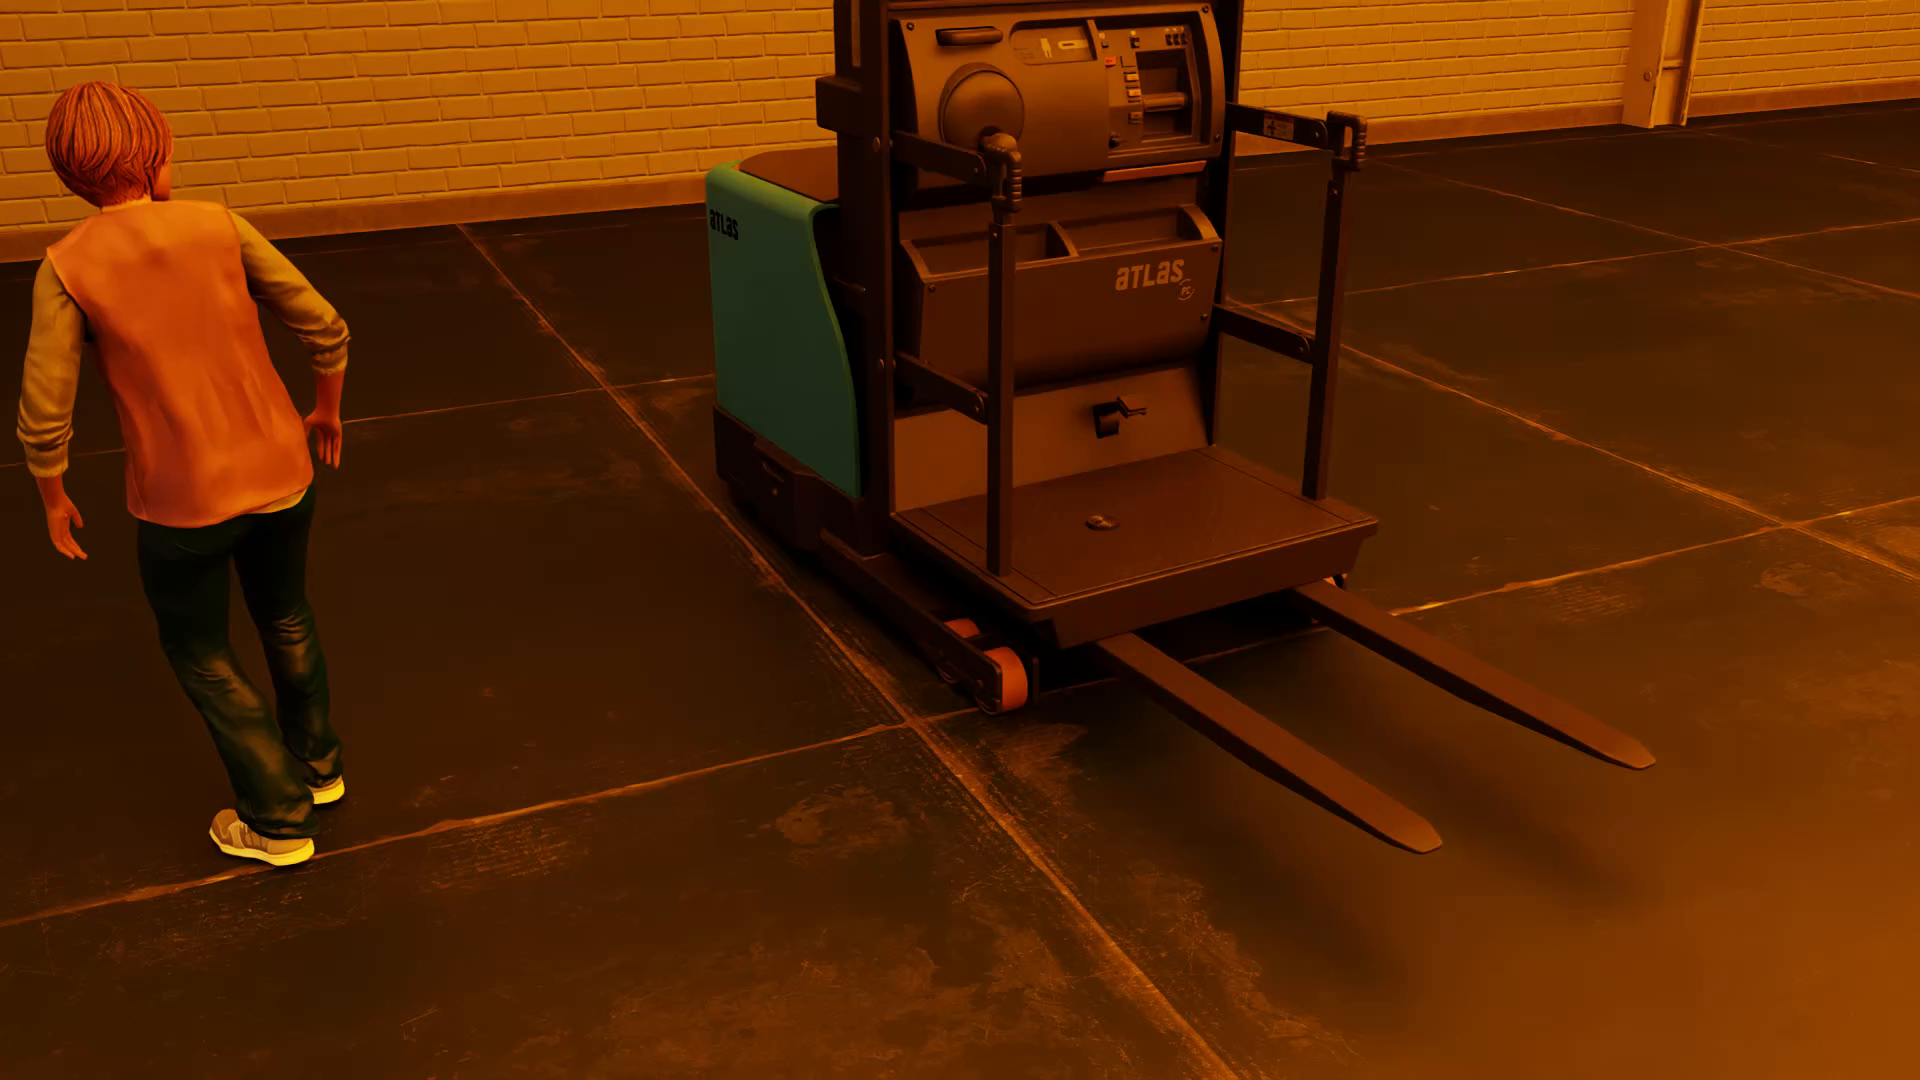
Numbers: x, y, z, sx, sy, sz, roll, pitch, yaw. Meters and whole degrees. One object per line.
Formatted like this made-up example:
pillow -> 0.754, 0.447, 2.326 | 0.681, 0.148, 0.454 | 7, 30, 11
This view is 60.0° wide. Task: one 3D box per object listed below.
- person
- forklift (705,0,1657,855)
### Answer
person -> -1.513, -0.097, 3.292 | 0.453, 1.579, 0.624 | 19, 29, 38
forklift -> 0.383, -1.127, 3.998 | 1.130, 2.935, 3.031 | -13, 26, -28
